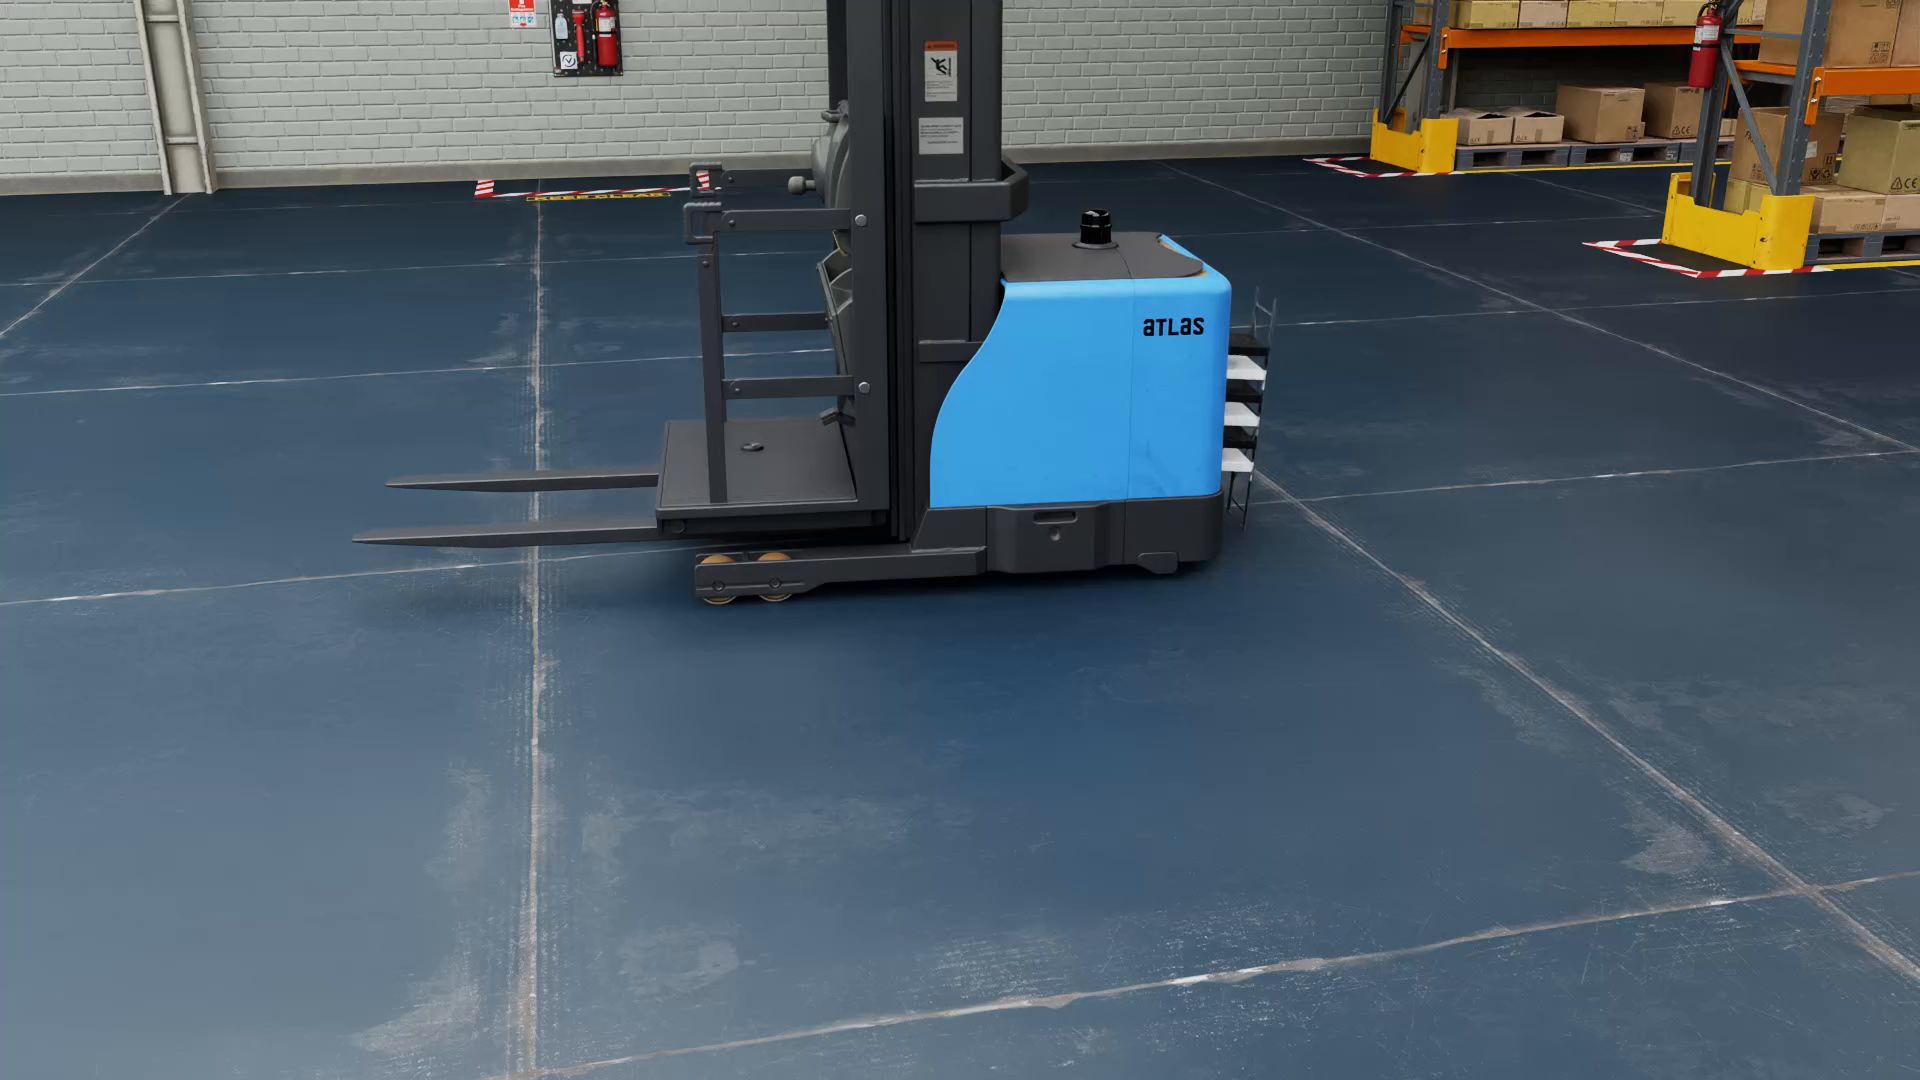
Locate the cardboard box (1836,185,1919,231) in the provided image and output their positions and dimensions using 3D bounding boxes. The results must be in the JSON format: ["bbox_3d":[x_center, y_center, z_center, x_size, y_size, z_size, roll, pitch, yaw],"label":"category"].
[{"bbox_3d":[6.579,-2.366,11.799,0.500,0.250,0.500,-5,21,-12],"label":"cardboard box"}]

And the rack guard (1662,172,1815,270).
[{"bbox_3d":[5.497,-2.275,11.799,0.348,0.500,1.175,-5,21,-12],"label":"rack guard"}]

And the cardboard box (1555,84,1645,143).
[{"bbox_3d":[6.351,-4.253,16.558,0.500,0.500,0.700,-6,21,-16],"label":"cardboard box"}]

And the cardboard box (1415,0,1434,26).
[{"bbox_3d":[4.787,-5.150,16.201,0.500,0.250,0.500,-4,21,-12],"label":"cardboard box"}]

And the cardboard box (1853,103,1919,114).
[{"bbox_3d":[6.944,-2.935,12.263,0.500,0.500,0.500,-5,21,-12],"label":"cardboard box"}]

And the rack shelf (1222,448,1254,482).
[{"bbox_3d":[0.999,-0.303,6.432,0.200,0.077,0.258,1,20,-8],"label":"rack shelf"}]

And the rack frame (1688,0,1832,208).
[{"bbox_3d":[5.520,-3.451,11.374,0.127,3.000,1.000,-5,21,-12],"label":"rack frame"}]

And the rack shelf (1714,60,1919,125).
[{"bbox_3d":[7.467,-3.271,11.930,4.000,0.370,1.077,-5,21,-12],"label":"rack shelf"}]

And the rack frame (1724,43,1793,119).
[{"bbox_3d":[8.269,-5.425,16.764,0.127,3.000,1.000,-5,21,-12],"label":"rack frame"}]

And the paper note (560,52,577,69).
[{"bbox_3d":[-3.582,-4.391,15.223,0.142,0.148,0.016,-5,21,-12],"label":"paper note"}]

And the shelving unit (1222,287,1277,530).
[{"bbox_3d":[1.015,-0.504,6.361,0.210,0.900,0.258,1,20,-8],"label":"shelving unit"}]

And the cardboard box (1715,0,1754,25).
[{"bbox_3d":[7.391,-5.189,16.307,0.500,0.250,0.500,-5,21,-12],"label":"cardboard box"}]

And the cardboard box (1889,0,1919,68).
[{"bbox_3d":[6.488,-3.574,11.564,0.500,0.500,0.700,-4,21,-11],"label":"cardboard box"}]

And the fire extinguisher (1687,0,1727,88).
[{"bbox_3d":[5.298,-3.561,11.786,0.183,0.674,0.296,-5,21,-12],"label":"fire extinguisher"}]

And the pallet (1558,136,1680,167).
[{"bbox_3d":[6.434,-3.953,16.800,1.213,0.211,1.003,-5,21,-12],"label":"pallet"}]

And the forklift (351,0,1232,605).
[{"bbox_3d":[-0.618,-1.348,5.733,3.031,2.935,1.130,-3,20,-7],"label":"forklift"}]

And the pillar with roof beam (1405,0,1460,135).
[{"bbox_3d":[5.850,-6.830,11.876,0.400,9.000,9.100,-5,21,-12],"label":"pillar with roof beam"}]

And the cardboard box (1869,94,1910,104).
[{"bbox_3d":[9.473,-4.580,17.450,0.500,0.500,0.700,-5,21,-14],"label":"cardboard box"}]

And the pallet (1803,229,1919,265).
[{"bbox_3d":[6.255,-2.216,12.057,1.213,0.211,1.003,-5,21,-12],"label":"pallet"}]

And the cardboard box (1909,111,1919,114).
[{"bbox_3d":[7.063,-2.761,11.788,0.500,0.500,0.500,-5,21,-12],"label":"cardboard box"}]

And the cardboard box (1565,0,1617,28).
[{"bbox_3d":[5.924,-5.064,15.968,0.500,0.250,0.500,-5,21,-13],"label":"cardboard box"}]

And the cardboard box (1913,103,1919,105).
[{"bbox_3d":[7.430,-2.974,12.370,0.500,0.500,0.500,-5,21,-12],"label":"cardboard box"}]

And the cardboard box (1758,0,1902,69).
[{"bbox_3d":[5.978,-3.530,11.446,0.500,0.500,0.700,-5,21,-12],"label":"cardboard box"}]

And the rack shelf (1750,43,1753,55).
[{"bbox_3d":[10.216,-5.246,17.320,4.000,0.370,1.077,-5,21,-12],"label":"rack shelf"}]

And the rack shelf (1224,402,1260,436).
[{"bbox_3d":[1.012,-0.472,6.372,0.200,0.077,0.258,1,20,-8],"label":"rack shelf"}]

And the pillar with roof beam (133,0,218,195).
[{"bbox_3d":[-5.828,-5.880,9.283,0.400,9.000,9.100,-5,21,-12],"label":"pillar with roof beam"}]

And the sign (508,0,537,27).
[{"bbox_3d":[-3.956,-4.803,15.015,0.234,0.329,0.001,-5,21,-12],"label":"sign"}]

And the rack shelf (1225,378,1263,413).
[{"bbox_3d":[1.019,-0.557,6.342,0.200,0.077,0.258,1,20,-8],"label":"rack shelf"}]

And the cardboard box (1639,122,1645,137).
[{"bbox_3d":[6.708,-4.173,16.852,0.250,0.149,0.380,-6,21,-17],"label":"cardboard box"}]

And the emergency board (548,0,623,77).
[{"bbox_3d":[-3.394,-4.796,15.046,0.643,1.169,0.194,-5,21,-12],"label":"emergency board"}]

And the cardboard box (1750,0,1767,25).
[{"bbox_3d":[7.878,-5.225,16.407,0.500,0.250,0.500,-5,21,-12],"label":"cardboard box"}]

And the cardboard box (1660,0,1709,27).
[{"bbox_3d":[6.906,-5.144,16.184,0.500,0.250,0.500,-5,21,-13],"label":"cardboard box"}]

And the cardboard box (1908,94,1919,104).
[{"bbox_3d":[9.979,-4.607,17.524,0.500,0.500,0.700,-4,21,-12],"label":"cardboard box"}]

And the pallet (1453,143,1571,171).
[{"bbox_3d":[5.249,-3.858,16.539,1.213,0.211,1.003,-5,21,-12],"label":"pallet"}]

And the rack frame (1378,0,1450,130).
[{"bbox_3d":[4.377,-5.109,15.900,0.127,3.000,1.000,-5,21,-12],"label":"rack frame"}]

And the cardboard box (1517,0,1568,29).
[{"bbox_3d":[5.427,-5.026,15.863,0.500,0.250,0.500,-5,21,-14],"label":"cardboard box"}]

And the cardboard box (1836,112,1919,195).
[{"bbox_3d":[6.580,-2.717,11.668,0.500,0.500,0.500,-5,21,-12],"label":"cardboard box"}]

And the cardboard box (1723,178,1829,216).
[{"bbox_3d":[5.974,-2.498,12.161,0.500,0.250,0.500,-5,21,-12],"label":"cardboard box"}]

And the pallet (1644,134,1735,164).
[{"bbox_3d":[7.624,-4.051,17.067,1.213,0.211,1.003,-5,21,-12],"label":"pallet"}]

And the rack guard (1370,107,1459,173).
[{"bbox_3d":[4.451,-3.941,16.346,0.348,0.500,1.175,-5,21,-12],"label":"rack guard"}]

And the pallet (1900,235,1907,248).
[{"bbox_3d":[7.440,-2.311,12.318,1.213,0.211,1.003,-5,21,-12],"label":"pallet"}]

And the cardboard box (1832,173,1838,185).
[{"bbox_3d":[6.458,-2.542,12.280,0.500,0.250,0.500,-5,21,-12],"label":"cardboard box"}]

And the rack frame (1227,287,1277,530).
[{"bbox_3d":[1.115,-0.501,6.376,0.006,0.900,0.240,1,20,-8],"label":"rack frame"}]

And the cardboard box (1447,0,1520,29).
[{"bbox_3d":[4.925,-4.980,15.738,0.500,0.250,0.500,-5,21,-14],"label":"cardboard box"}]

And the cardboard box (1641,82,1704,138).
[{"bbox_3d":[7.269,-4.363,16.858,0.500,0.500,0.500,-6,21,-17],"label":"cardboard box"}]

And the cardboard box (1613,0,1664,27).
[{"bbox_3d":[6.416,-5.104,16.075,0.500,0.250,0.500,-4,21,-12],"label":"cardboard box"}]

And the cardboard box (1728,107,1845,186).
[{"bbox_3d":[5.974,-2.851,12.034,0.500,0.500,0.500,-5,21,-12],"label":"cardboard box"}]

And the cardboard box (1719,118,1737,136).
[{"bbox_3d":[7.756,-4.249,17.033,0.250,0.166,0.380,-7,21,-20],"label":"cardboard box"}]

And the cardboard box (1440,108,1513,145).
[{"bbox_3d":[5.071,-4.077,16.354,0.500,0.311,0.500,-7,21,-19],"label":"cardboard box"}]

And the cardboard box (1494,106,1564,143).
[{"bbox_3d":[5.626,-4.123,16.477,0.500,0.311,0.500,-3,20,-8],"label":"cardboard box"}]

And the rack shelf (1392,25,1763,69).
[{"bbox_3d":[6.323,-4.929,16.456,4.000,0.370,1.077,-5,21,-12],"label":"rack shelf"}]

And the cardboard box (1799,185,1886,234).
[{"bbox_3d":[6.093,-2.325,11.688,0.500,0.250,0.500,-5,21,-12],"label":"cardboard box"}]

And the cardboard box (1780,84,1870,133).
[{"bbox_3d":[8.982,-4.522,17.293,0.500,0.500,0.700,-4,20,-11],"label":"cardboard box"}]

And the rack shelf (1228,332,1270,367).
[{"bbox_3d":[1.032,-0.726,6.282,0.200,0.077,0.258,1,20,-8],"label":"rack shelf"}]

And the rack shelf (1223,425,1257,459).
[{"bbox_3d":[1.006,-0.388,6.402,0.200,0.077,0.258,1,20,-8],"label":"rack shelf"}]

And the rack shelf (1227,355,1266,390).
[{"bbox_3d":[1.026,-0.641,6.312,0.200,0.077,0.258,1,20,-8],"label":"rack shelf"}]

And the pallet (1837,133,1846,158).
[{"bbox_3d":[9.027,-4.178,17.414,1.213,0.211,1.003,-5,21,-12],"label":"pallet"}]
